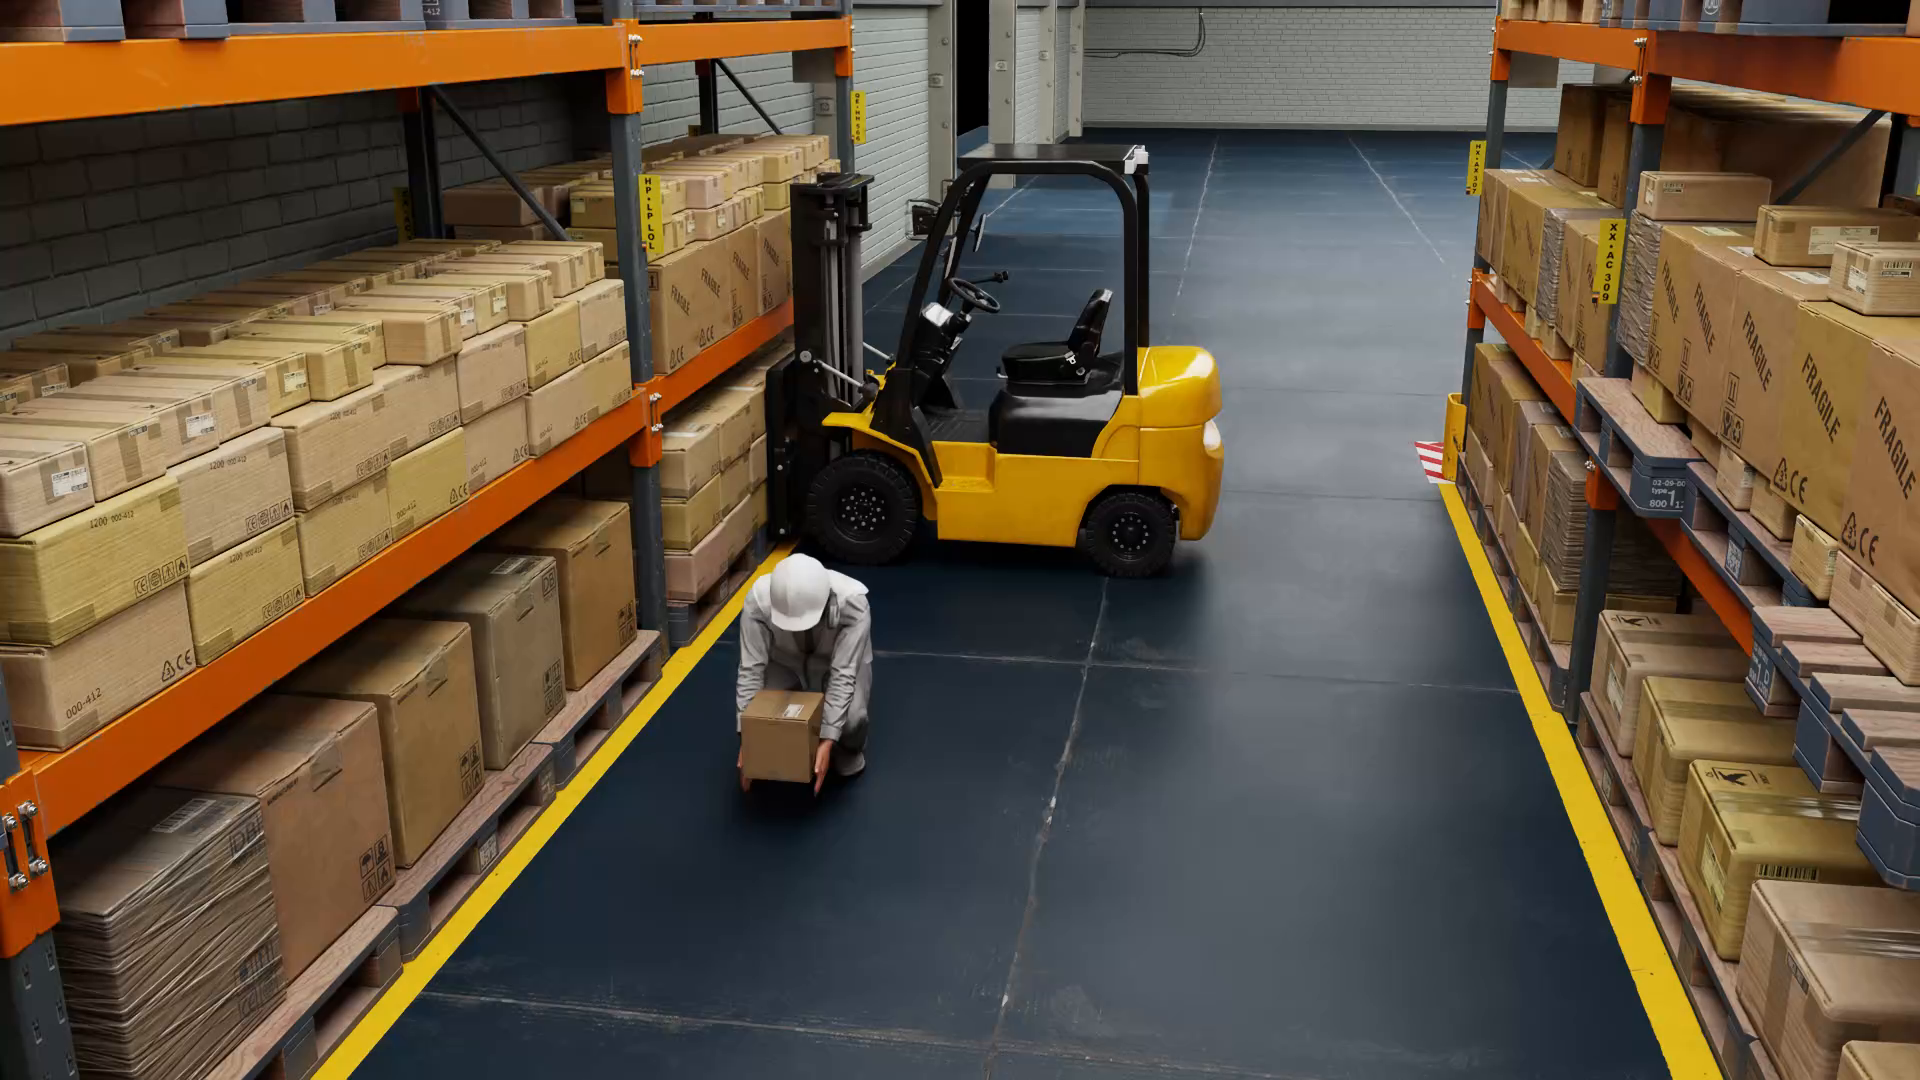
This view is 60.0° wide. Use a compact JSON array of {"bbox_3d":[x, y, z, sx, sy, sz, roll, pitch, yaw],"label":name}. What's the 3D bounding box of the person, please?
[{"bbox_3d":[-0.588,0.454,6.369,0.527,1.009,0.877,3,18,8],"label":"person"}]
